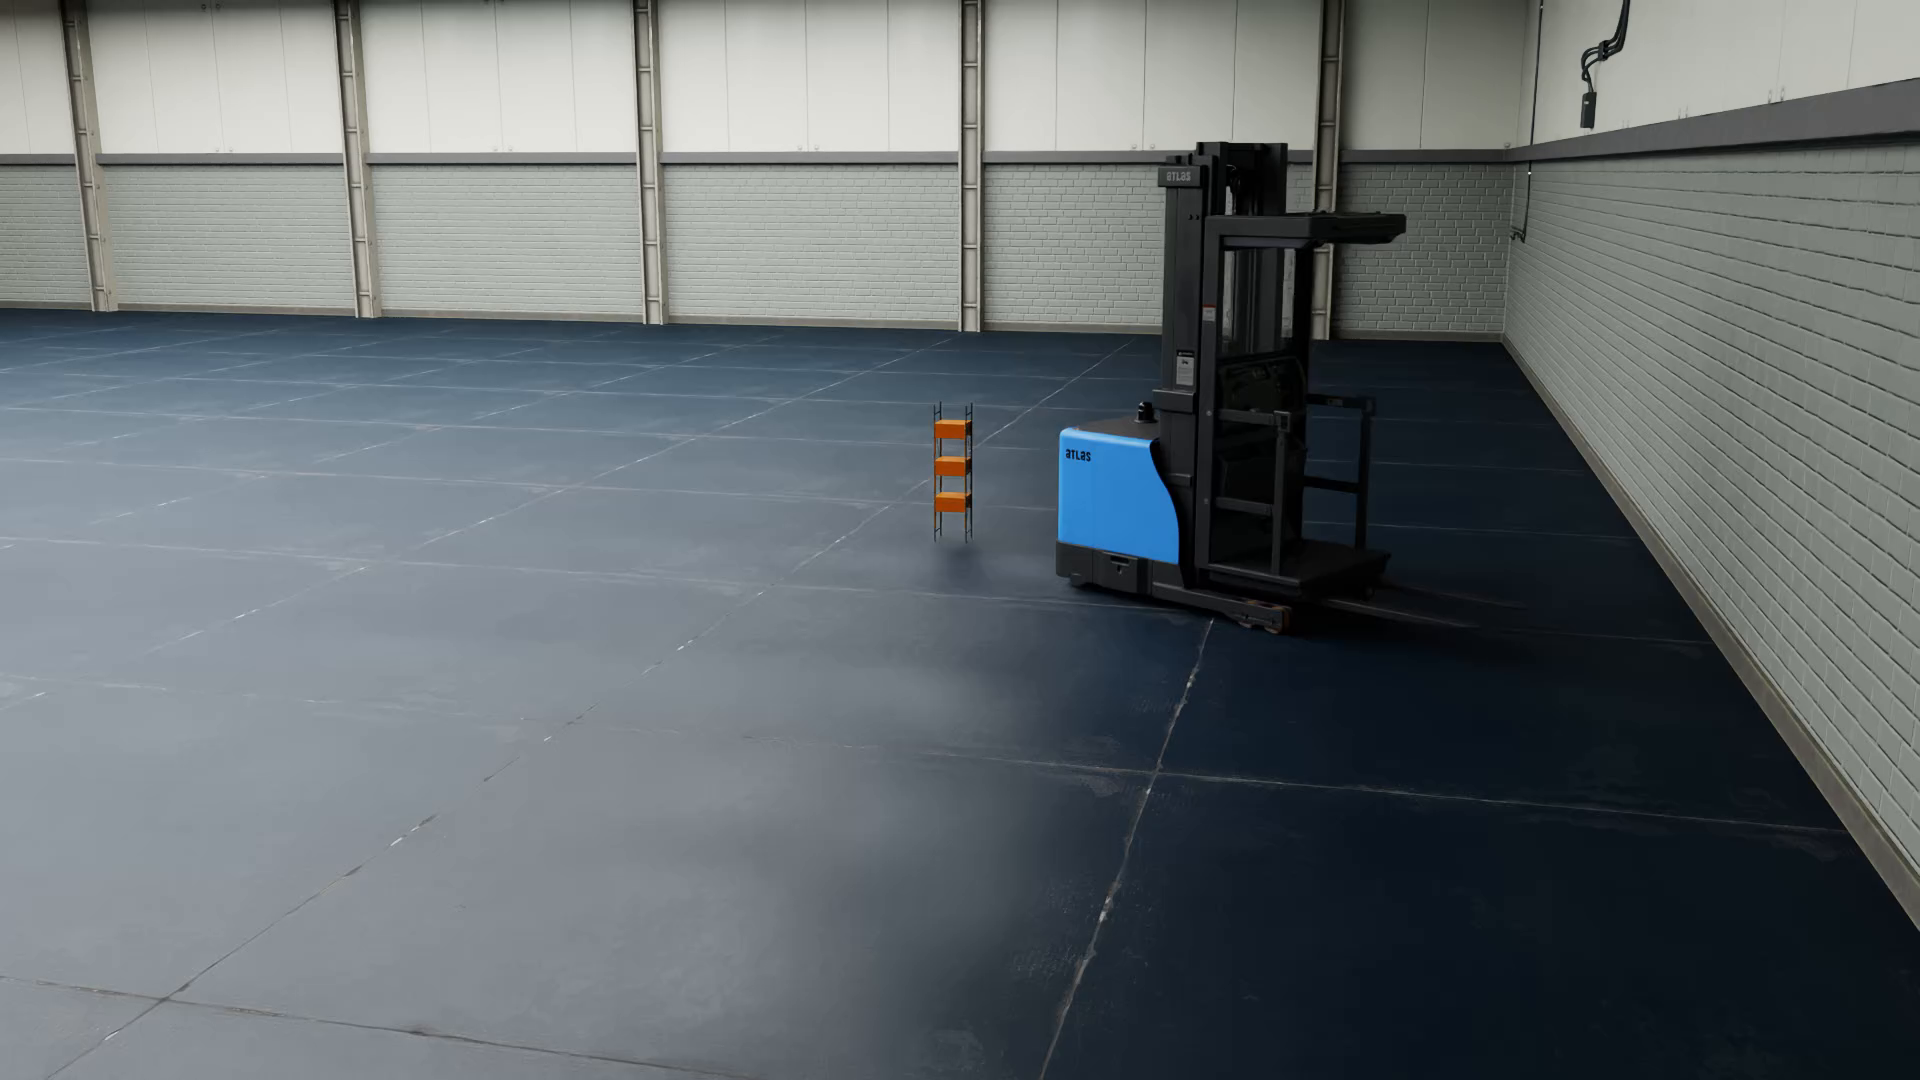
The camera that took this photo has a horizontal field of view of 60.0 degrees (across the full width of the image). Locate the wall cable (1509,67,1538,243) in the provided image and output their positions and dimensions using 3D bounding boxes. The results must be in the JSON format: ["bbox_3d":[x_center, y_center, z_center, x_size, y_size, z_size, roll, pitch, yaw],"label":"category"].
[{"bbox_3d":[8.567,-5.837,25.434,0.112,2.526,3.097,3,13,14],"label":"wall cable"}]

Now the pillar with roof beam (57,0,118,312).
[{"bbox_3d":[-18.308,-8.124,28.574,0.400,9.000,9.100,3,13,14],"label":"pillar with roof beam"}]

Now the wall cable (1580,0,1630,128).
[{"bbox_3d":[6.277,-7.017,15.735,0.169,6.003,2.305,3,13,14],"label":"wall cable"}]

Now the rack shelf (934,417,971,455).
[{"bbox_3d":[-0.052,-0.782,12.573,0.240,0.259,0.215,3,13,14],"label":"rack shelf"}]

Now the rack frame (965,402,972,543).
[{"bbox_3d":[0.067,-0.509,12.604,0.008,1.050,0.200,3,13,14],"label":"rack frame"}]

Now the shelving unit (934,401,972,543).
[{"bbox_3d":[-0.052,-0.515,12.633,0.252,1.050,0.215,3,13,14],"label":"shelving unit"}]

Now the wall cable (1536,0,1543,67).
[{"bbox_3d":[7.919,-7.733,22.323,0.112,2.526,3.097,3,13,14],"label":"wall cable"}]

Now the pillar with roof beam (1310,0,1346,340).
[{"bbox_3d":[4.993,-6.878,22.960,0.400,9.000,9.100,3,13,14],"label":"pillar with roof beam"}]

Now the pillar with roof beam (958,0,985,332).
[{"bbox_3d":[-0.833,-7.190,24.363,0.400,9.000,9.100,3,13,14],"label":"pillar with roof beam"}]

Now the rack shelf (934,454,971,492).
[{"bbox_3d":[-0.052,-0.505,12.635,0.240,0.259,0.215,3,13,14],"label":"rack shelf"}]

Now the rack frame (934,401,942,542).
[{"bbox_3d":[-0.170,-0.522,12.661,0.008,1.050,0.200,3,13,14],"label":"rack frame"}]

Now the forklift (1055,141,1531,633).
[{"bbox_3d":[2.071,-0.987,10.416,3.031,2.935,1.130,11,17,42],"label":"forklift"}]

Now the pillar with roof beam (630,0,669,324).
[{"bbox_3d":[-6.658,-7.501,25.767,0.400,9.000,9.100,3,13,14],"label":"pillar with roof beam"}]

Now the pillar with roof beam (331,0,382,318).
[{"bbox_3d":[-12.483,-7.812,27.170,0.400,9.000,9.100,3,13,14],"label":"pillar with roof beam"}]

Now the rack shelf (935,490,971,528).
[{"bbox_3d":[-0.052,-0.234,12.695,0.240,0.259,0.215,3,13,14],"label":"rack shelf"}]
